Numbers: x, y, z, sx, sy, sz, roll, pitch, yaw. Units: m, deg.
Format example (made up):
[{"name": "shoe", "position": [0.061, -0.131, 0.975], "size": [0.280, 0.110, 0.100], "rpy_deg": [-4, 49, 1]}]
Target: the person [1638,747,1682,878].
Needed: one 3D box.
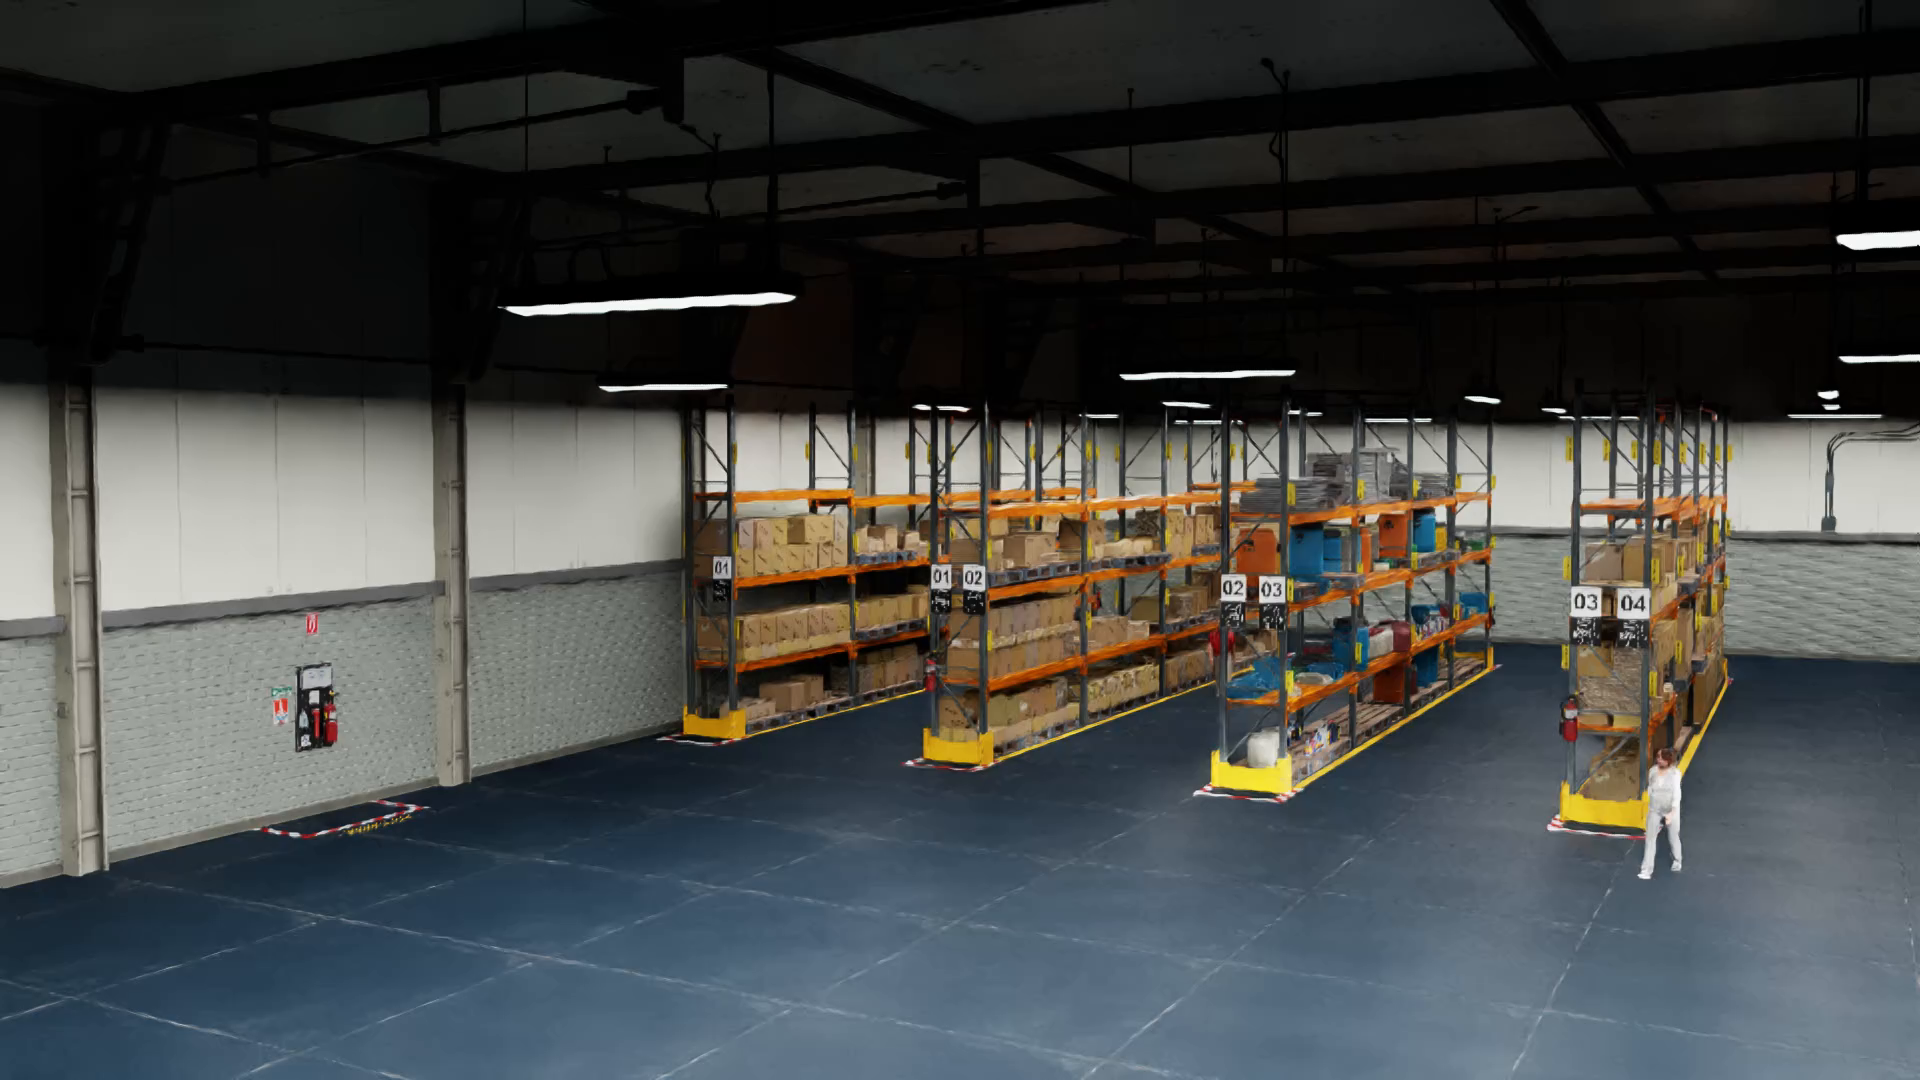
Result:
[{"name": "person", "position": [8.291, 3.203, 19.571], "size": [0.407, 1.506, 0.962], "rpy_deg": [2, 4, 36]}]

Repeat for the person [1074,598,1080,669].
[{"name": "person", "position": [2.651, 2.149, 38.498], "size": [0.624, 1.671, 0.529], "rpy_deg": [1, 3, 25]}]

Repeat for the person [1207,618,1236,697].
[{"name": "person", "position": [5.273, 2.388, 33.589], "size": [0.536, 1.659, 1.036], "rpy_deg": [1, 3, 20]}]
